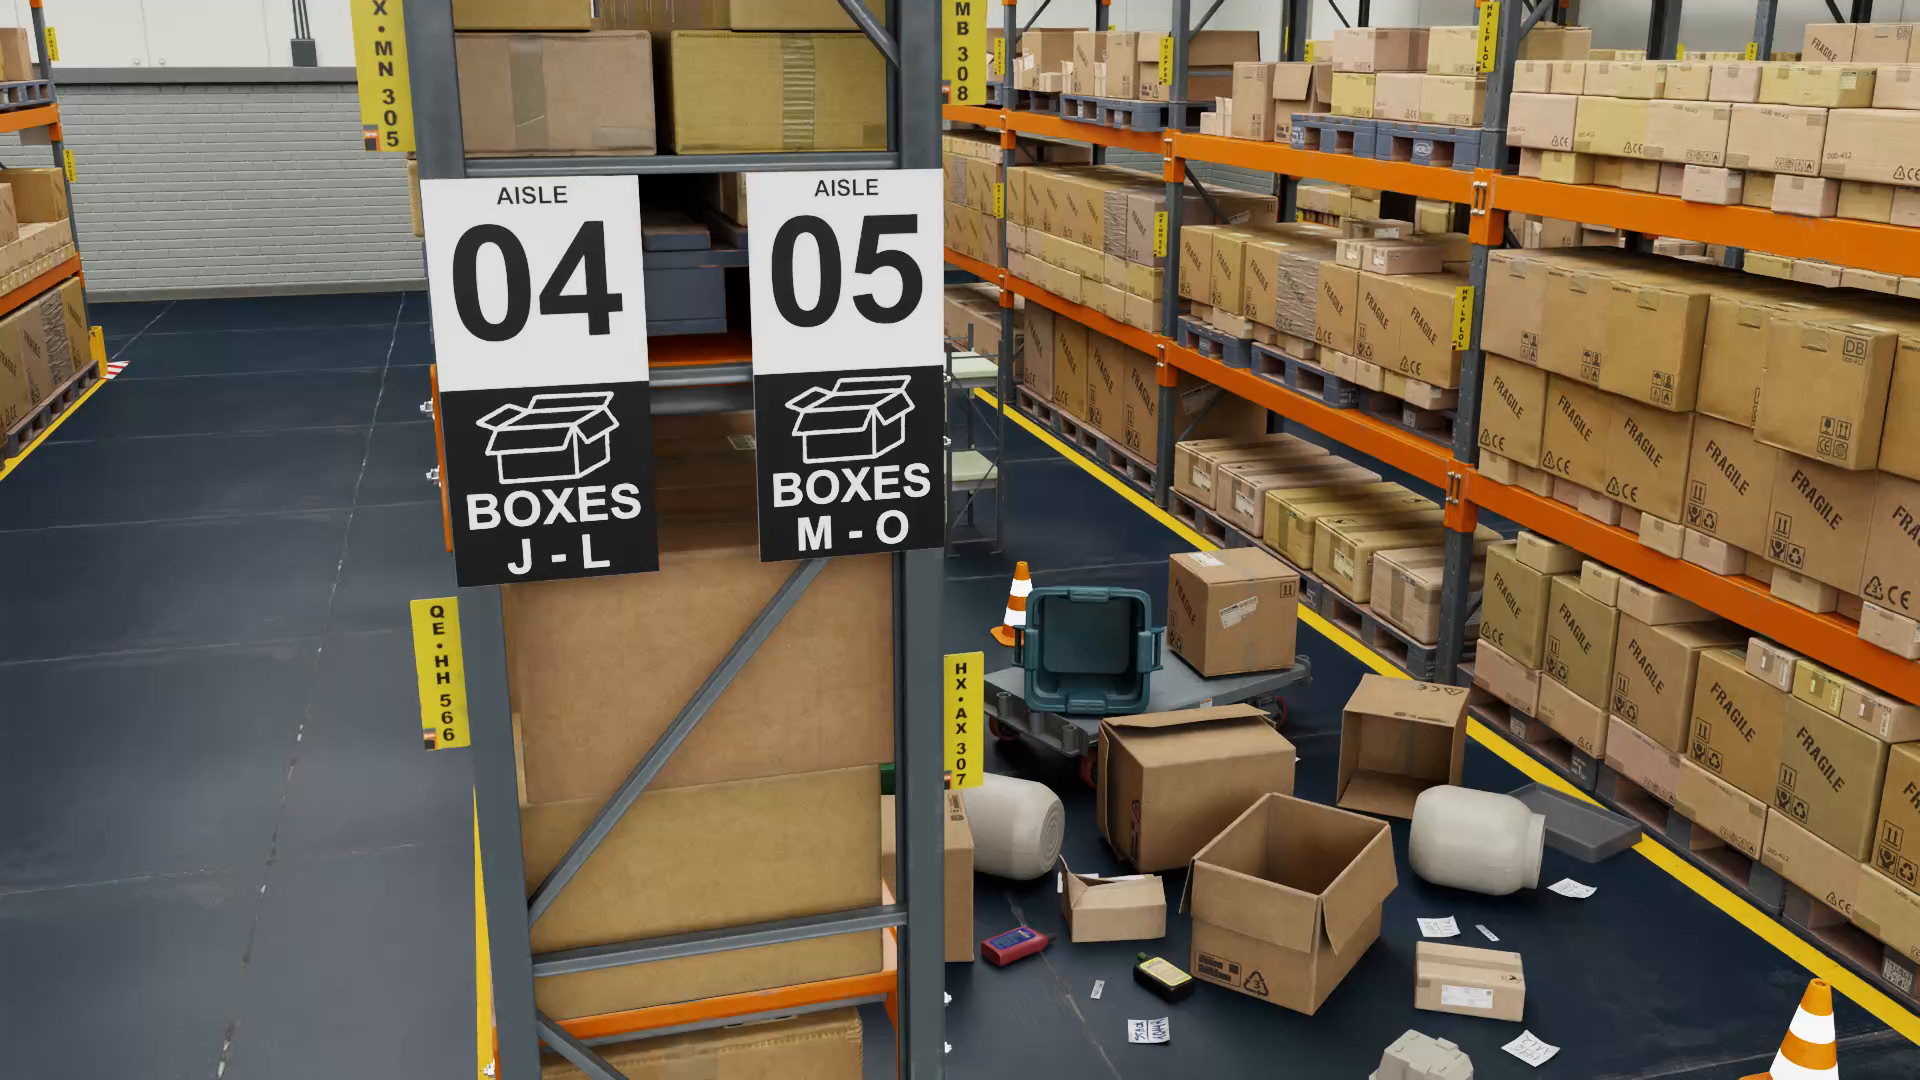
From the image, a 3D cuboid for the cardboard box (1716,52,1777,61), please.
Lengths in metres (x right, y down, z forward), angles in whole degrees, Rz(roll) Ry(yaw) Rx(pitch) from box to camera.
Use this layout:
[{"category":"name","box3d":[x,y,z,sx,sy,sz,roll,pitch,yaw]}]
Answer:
[{"category":"cardboard box","box3d":[6.394,-3.892,13.532,0.380,0.149,0.250,-4,17,-13]}]

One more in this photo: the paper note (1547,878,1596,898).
[{"category":"paper note","box3d":[2.584,1.467,7.015,0.142,0.019,0.148,-12,20,-34]}]

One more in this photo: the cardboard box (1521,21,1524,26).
[{"category":"cardboard box","box3d":[5.421,-5.024,16.545,0.396,0.266,0.258,-5,17,-16]}]

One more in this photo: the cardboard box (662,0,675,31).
[{"category":"cardboard box","box3d":[-0.596,-1.443,4.474,0.380,0.149,0.250,-5,17,-16]}]

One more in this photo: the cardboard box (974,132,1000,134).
[{"category":"cardboard box","box3d":[0.369,-4.490,18.646,0.380,0.149,0.250,-4,17,-14]}]

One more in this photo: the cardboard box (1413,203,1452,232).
[{"category":"cardboard box","box3d":[5.148,-3.558,18.328,0.500,0.250,0.500,-5,17,-15]}]

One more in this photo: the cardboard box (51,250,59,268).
[{"category":"cardboard box","box3d":[-9.102,-2.755,16.346,0.380,0.149,0.250,-4,17,-14]}]

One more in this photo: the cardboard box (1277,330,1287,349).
[{"category":"cardboard box","box3d":[2.301,-1.332,10.878,0.380,0.149,0.250,-4,17,-13]}]

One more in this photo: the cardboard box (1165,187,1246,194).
[{"category":"cardboard box","box3d":[1.956,-2.548,13.308,0.500,0.500,0.500,-5,17,-15]}]

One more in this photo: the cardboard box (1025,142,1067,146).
[{"category":"cardboard box","box3d":[0.869,-3.918,16.741,0.380,0.149,0.250,-5,17,-16]}]

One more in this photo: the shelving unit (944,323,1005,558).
[{"category":"shelving unit","box3d":[0.002,-0.716,11.730,0.431,1.500,0.755,-5,17,-15]}]

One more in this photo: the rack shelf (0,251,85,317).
[{"category":"rack shelf","box3d":[-9.175,-2.261,15.514,1.077,0.370,4.000,-5,17,-15]}]

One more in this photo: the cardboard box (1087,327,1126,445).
[{"category":"cardboard box","box3d":[1.651,-1.357,14.220,0.875,0.875,0.875,-4,17,-15]}]

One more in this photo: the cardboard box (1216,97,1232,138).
[{"category":"cardboard box","box3d":[1.995,-2.930,11.512,0.396,0.266,0.258,-5,17,-15]}]

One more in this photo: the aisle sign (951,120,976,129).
[{"category":"aisle sign","box3d":[0.082,-5.231,19.635,0.394,0.787,0.004,-5,17,-15]}]

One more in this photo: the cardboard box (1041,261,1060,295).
[{"category":"cardboard box","box3d":[1.039,-2.335,14.772,0.500,0.250,0.500,-5,17,-16]}]

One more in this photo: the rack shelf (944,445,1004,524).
[{"category":"rack shelf","box3d":[0.002,-0.404,11.824,0.431,0.370,0.720,-5,17,-15]}]

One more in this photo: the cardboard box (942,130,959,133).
[{"category":"cardboard box","box3d":[-0.225,-4.592,18.987,0.380,0.149,0.250,-4,17,-14]}]

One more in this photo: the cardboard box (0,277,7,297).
[{"category":"cardboard box","box3d":[-8.533,-2.185,14.449,0.380,0.149,0.250,-4,17,-13]}]

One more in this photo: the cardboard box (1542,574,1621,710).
[{"category":"cardboard box","box3d":[3.162,0.466,7.934,0.500,0.500,0.500,-4,17,-13]}]

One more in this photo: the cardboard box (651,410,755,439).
[{"category":"cardboard box","box3d":[-0.859,-0.102,4.940,0.875,0.550,0.550,-5,17,-15]}]

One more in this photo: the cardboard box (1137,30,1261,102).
[{"category":"cardboard box","box3d":[1.753,-3.508,12.295,0.797,0.503,0.637,-6,18,-19]}]

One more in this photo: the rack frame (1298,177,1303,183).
[{"category":"rack frame","box3d":[4.575,-4.335,21.171,1.000,3.000,0.127,-5,17,-15]}]

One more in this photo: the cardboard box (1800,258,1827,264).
[{"category":"cardboard box","box3d":[6.748,-2.227,12.850,0.380,0.149,0.250,-4,17,-14]}]

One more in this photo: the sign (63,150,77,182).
[{"category":"sign","box3d":[-9.200,-3.865,17.182,0.100,0.325,0.005,-5,17,-15]}]

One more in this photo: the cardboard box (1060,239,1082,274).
[{"category":"cardboard box","box3d":[1.177,-2.436,14.238,0.500,0.250,0.500,-5,17,-17]}]

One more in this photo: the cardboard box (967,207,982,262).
[{"category":"cardboard box","box3d":[0.383,-3.133,16.995,0.500,0.500,0.500,-5,17,-17]}]

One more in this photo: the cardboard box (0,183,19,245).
[{"category":"cardboard box","box3d":[-8.787,-2.915,14.882,0.500,0.500,0.500,-5,18,-17]}]

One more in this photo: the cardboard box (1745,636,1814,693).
[{"category":"cardboard box","box3d":[3.427,0.490,6.726,0.380,0.149,0.250,-4,17,-13]}]

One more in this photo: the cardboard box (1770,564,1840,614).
[{"category":"cardboard box","box3d":[3.473,0.169,6.611,0.380,0.149,0.250,-5,17,-16]}]

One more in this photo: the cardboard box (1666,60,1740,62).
[{"category":"cardboard box","box3d":[3.543,-2.184,7.847,0.380,0.149,0.250,-5,17,-17]}]

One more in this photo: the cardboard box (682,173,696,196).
[{"category":"cardboard box","box3d":[-0.526,-0.992,4.360,0.380,0.149,0.250,-5,17,-15]}]

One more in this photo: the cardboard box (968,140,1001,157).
[{"category":"cardboard box","box3d":[0.294,-4.019,17.079,0.380,0.149,0.250,-5,17,-16]}]

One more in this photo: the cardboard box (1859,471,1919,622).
[{"category":"cardboard box","box3d":[3.653,0.026,5.960,0.500,0.500,0.500,-5,17,-15]}]

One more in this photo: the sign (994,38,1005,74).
[{"category":"sign","box3d":[0.369,-4.513,15.513,0.100,0.325,0.005,-5,17,-15]}]

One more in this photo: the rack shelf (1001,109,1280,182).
[{"category":"rack shelf","box3d":[1.452,-3.374,14.008,1.077,0.370,4.000,-5,17,-15]}]

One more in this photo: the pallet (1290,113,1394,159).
[{"category":"pallet","box3d":[2.746,-2.435,9.957,1.213,0.211,1.003,-5,17,-15]}]

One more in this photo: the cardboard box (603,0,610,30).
[{"category":"cardboard box","box3d":[-1.154,-2.004,6.344,0.380,0.149,0.250,-5,17,-15]}]

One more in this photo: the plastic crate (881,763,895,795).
[{"category":"plastic crate","box3d":[-0.323,1.060,7.996,0.450,0.188,0.662,-6,15,16]}]

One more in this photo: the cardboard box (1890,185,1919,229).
[{"category":"cardboard box","box3d":[3.574,-1.192,5.929,0.380,0.149,0.250,-5,17,-16]}]

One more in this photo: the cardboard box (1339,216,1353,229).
[{"category":"cardboard box","box3d":[4.708,-3.742,19.632,0.380,0.149,0.250,-5,17,-17]}]

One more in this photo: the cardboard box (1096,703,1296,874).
[{"category":"cardboard box","box3d":[1.018,1.071,7.277,0.797,0.637,0.503,-5,17,-15]}]

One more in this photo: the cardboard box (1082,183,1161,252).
[{"category":"cardboard box","box3d":[1.329,-2.657,13.672,0.500,0.500,0.500,-5,17,-15]}]

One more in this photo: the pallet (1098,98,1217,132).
[{"category":"pallet","box3d":[1.774,-3.249,12.668,1.213,0.211,1.003,-4,17,-13]}]

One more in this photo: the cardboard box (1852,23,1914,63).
[{"category":"cardboard box","box3d":[6.973,-3.505,12.114,0.700,0.500,0.500,-5,17,-16]}]

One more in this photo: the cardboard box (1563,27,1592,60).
[{"category":"cardboard box","box3d":[3.179,-2.758,9.368,0.500,0.250,0.500,-5,17,-16]}]

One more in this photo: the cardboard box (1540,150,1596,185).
[{"category":"cardboard box","box3d":[2.967,-1.756,7.807,0.380,0.149,0.250,-5,17,-15]}]

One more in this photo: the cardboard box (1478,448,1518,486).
[{"category":"cardboard box","box3d":[2.879,-0.390,8.472,0.380,0.149,0.250,-5,17,-16]}]

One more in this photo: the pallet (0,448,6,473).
[{"category":"pallet","box3d":[-8.341,-0.509,13.279,1.003,0.211,1.213,-5,17,-15]}]

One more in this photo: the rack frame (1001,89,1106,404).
[{"category":"rack frame","box3d":[0.903,-2.835,16.177,1.000,3.000,0.127,-5,17,-15]}]

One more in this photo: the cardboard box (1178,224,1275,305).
[{"category":"cardboard box","box3d":[1.903,-1.978,11.901,0.500,0.500,0.500,-5,17,-17]}]

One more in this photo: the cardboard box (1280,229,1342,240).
[{"category":"cardboard box","box3d":[2.547,-1.875,11.558,0.500,0.500,0.500,-5,17,-16]}]

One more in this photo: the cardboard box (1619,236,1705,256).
[{"category":"cardboard box","box3d":[6.172,-2.518,14.651,0.500,0.250,0.500,-6,18,-18]}]

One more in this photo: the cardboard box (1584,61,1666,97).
[{"category":"cardboard box","box3d":[3.037,-2.064,7.447,0.380,0.149,0.250,-5,18,-17]}]

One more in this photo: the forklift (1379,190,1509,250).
[{"category":"forklift","box3d":[4.222,-2.142,13.990,1.130,2.935,3.031,-5,17,-16]}]

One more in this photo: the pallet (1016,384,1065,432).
[{"category":"pallet","box3d":[1.187,-1.292,15.888,1.003,0.211,1.213,-5,17,-15]}]

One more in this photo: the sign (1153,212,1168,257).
[{"category":"sign","box3d":[1.469,-2.239,12.178,0.100,0.325,0.005,-5,17,-15]}]
